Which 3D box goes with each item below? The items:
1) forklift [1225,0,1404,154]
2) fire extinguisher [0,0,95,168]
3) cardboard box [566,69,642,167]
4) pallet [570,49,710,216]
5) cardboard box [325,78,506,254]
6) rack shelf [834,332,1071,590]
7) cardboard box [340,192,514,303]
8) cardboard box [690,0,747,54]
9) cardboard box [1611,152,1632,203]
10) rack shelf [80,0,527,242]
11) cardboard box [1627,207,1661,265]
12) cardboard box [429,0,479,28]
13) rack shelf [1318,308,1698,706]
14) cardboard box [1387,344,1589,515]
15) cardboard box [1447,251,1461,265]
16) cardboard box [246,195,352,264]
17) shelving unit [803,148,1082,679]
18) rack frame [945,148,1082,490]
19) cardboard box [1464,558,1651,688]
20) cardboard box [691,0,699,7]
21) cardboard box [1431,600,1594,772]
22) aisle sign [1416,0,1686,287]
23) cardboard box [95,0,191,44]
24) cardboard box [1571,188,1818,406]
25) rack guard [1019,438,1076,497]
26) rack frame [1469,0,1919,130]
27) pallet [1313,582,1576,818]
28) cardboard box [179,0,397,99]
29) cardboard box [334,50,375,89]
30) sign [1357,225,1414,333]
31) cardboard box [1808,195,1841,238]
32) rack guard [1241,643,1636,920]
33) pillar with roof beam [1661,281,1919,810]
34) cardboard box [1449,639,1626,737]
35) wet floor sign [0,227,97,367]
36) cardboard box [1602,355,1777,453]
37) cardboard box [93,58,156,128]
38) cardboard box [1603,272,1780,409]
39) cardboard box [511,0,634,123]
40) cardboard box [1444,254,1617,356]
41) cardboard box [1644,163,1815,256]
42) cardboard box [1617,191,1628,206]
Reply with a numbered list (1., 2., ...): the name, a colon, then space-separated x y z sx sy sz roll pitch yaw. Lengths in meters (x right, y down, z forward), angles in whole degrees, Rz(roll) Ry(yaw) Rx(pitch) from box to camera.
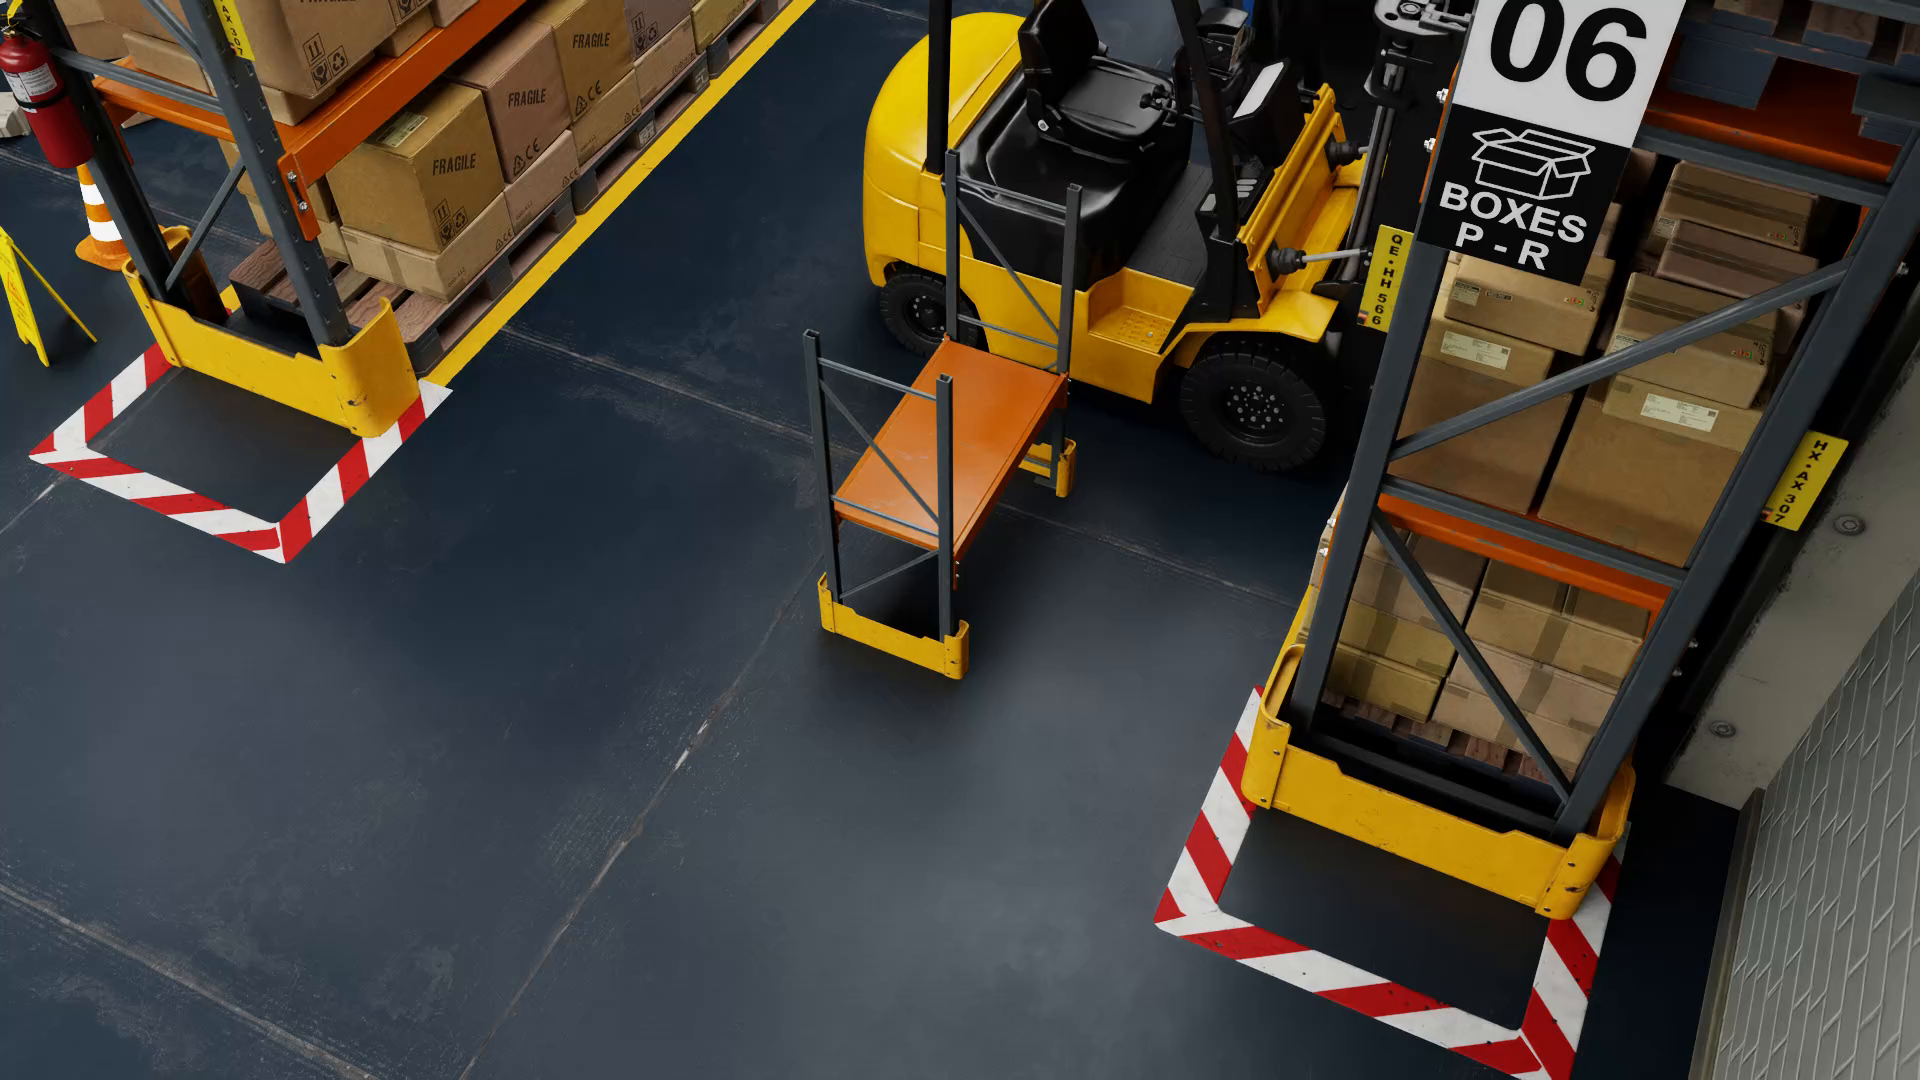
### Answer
1. forklift: 1.938 -2.872 7.084 1.130 2.935 3.031 1 50 1
2. fire extinguisher: -3.381 -1.682 6.078 0.296 0.674 0.183 20 52 16
3. cardboard box: -1.874 -2.075 7.891 0.500 0.250 0.500 23 53 18
4. pallet: -1.981 -2.170 8.273 1.003 0.211 1.213 20 52 16
5. cardboard box: -2.311 -1.606 7.000 0.500 0.500 0.500 18 52 15
6. rack shelf: -0.036 -0.311 6.081 0.538 0.185 1.000 20 52 16
7. cardboard box: -2.321 -1.347 7.271 0.500 0.250 0.500 19 52 16
8. cardboard box: -1.434 -2.771 8.483 0.500 0.250 0.500 19 52 15
9. cardboard box: 1.701 -1.047 4.799 0.380 0.149 0.250 21 53 17
10. rack shelf: -2.061 -2.780 7.434 1.077 0.370 4.000 20 52 16
11. cardboard box: 2.116 -0.779 4.766 0.380 0.149 0.250 19 52 15
12. cardboard box: -2.151 -2.216 6.646 0.380 0.149 0.250 21 53 17
13. rack shelf: 2.429 -1.168 6.062 1.077 0.370 4.000 20 52 16
14. cardboard box: 1.547 -0.480 4.939 0.500 0.500 0.500 19 52 15
15. cardboard box: 1.551 -0.782 4.769 0.380 0.149 0.250 21 53 17
16. cardboard box: -2.803 -1.542 7.437 0.500 0.250 0.500 20 52 16
17. shelving unit: -0.033 -0.434 5.949 0.587 1.500 1.083 20 52 16
18. rack frame: 0.181 -0.777 6.242 0.500 1.500 0.032 20 52 16
19. cardboard box: 1.951 0.138 5.351 0.500 0.250 0.500 19 52 16
20. cardboard box: -1.432 -3.033 8.214 0.500 0.500 0.500 21 53 17
21. cardboard box: 1.961 0.457 5.737 0.500 0.250 0.500 20 52 16
22. aisle sign: 1.281 -0.916 3.668 0.394 0.787 0.004 20 52 16
23. cardboard box: -2.933 -2.228 6.231 0.500 0.500 0.500 19 52 15
24. cardboard box: 2.239 -0.673 5.102 0.500 0.500 0.500 21 53 17
25. rack guard: 0.180 -0.371 6.717 0.587 0.250 0.087 20 52 16
26. rack frame: 1.574 -1.968 2.331 1.000 3.000 0.127 20 52 16
27. pallet: 1.863 0.340 6.137 1.003 0.211 1.213 20 52 16
28. cardboard box: -2.462 -2.001 6.037 0.500 0.500 0.500 19 52 16
29. cardboard box: -2.488 -1.900 6.377 0.380 0.149 0.250 21 53 17
30. sign: 1.090 -0.662 4.243 0.100 0.325 0.005 20 52 16
31. cardboard box: 2.456 -1.092 5.033 0.380 0.149 0.250 20 53 16
32. rack guard: 1.564 0.803 5.554 1.175 0.500 0.348 20 52 16
33. pillar with roof beam: -1.206 -3.555 3.681 9.100 9.000 0.400 20 52 16
34. cardboard box: 1.963 0.313 5.531 0.500 0.250 0.500 21 53 17
35. wet floor sign: -3.964 -1.090 7.069 0.232 0.644 0.267 -37 59 -27
36. cardboard box: 1.954 -0.415 4.457 0.380 0.149 0.250 19 52 15
37. cardboard box: -4.182 -2.272 8.400 0.250 0.149 0.380 -28 55 -22
38. cardboard box: 1.911 -0.524 4.355 0.380 0.149 0.250 19 52 15
39. cardboard box: -1.870 -2.310 7.599 0.500 0.500 0.500 21 53 17
40. cardboard box: 1.537 -0.678 4.485 0.380 0.149 0.250 20 52 16
41. cardboard box: 2.153 -0.880 4.658 0.380 0.149 0.250 21 53 17
42. cardboard box: 1.834 -1.108 5.046 0.380 0.149 0.250 19 52 16
